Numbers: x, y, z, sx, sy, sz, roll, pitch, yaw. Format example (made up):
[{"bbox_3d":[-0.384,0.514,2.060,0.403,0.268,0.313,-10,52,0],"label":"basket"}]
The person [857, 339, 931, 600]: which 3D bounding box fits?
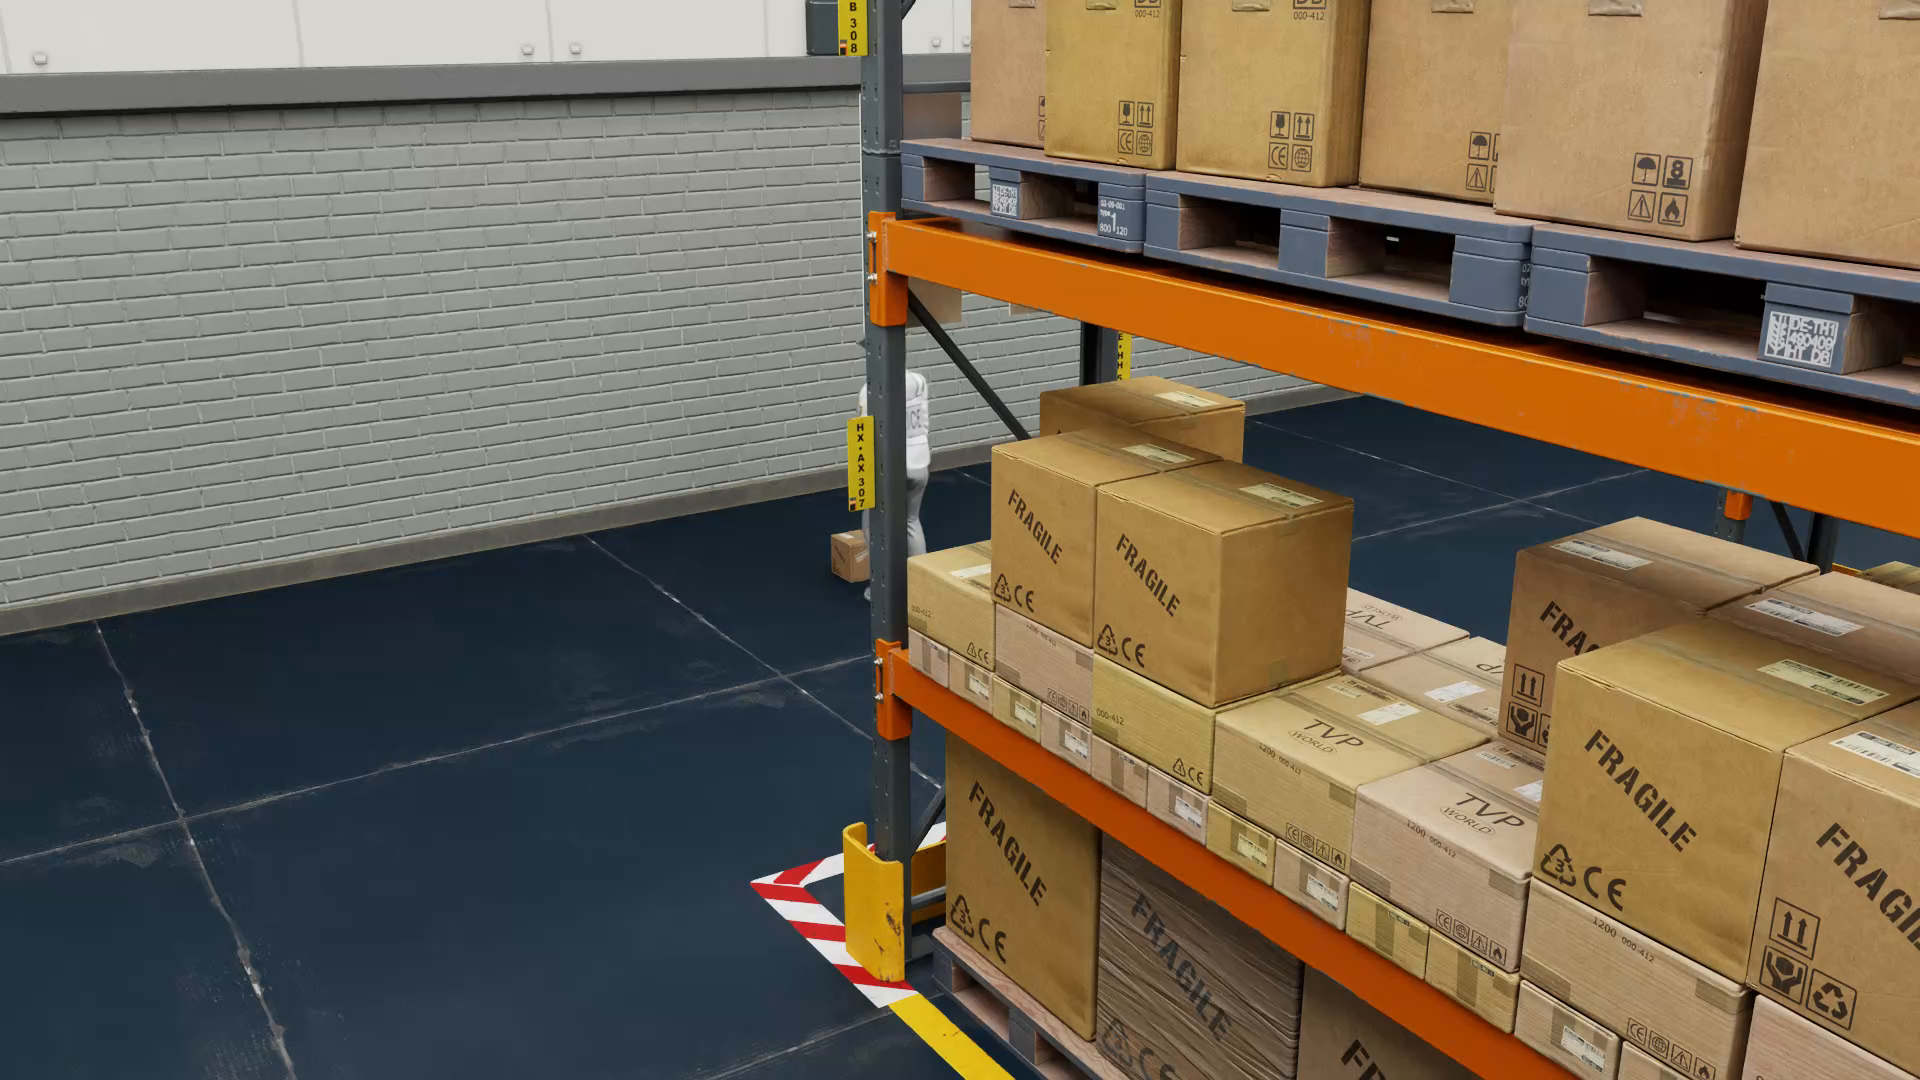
[{"bbox_3d":[-0.415,-0.422,9.921,0.500,1.626,0.447,-11,21,-30],"label":"person"}]
